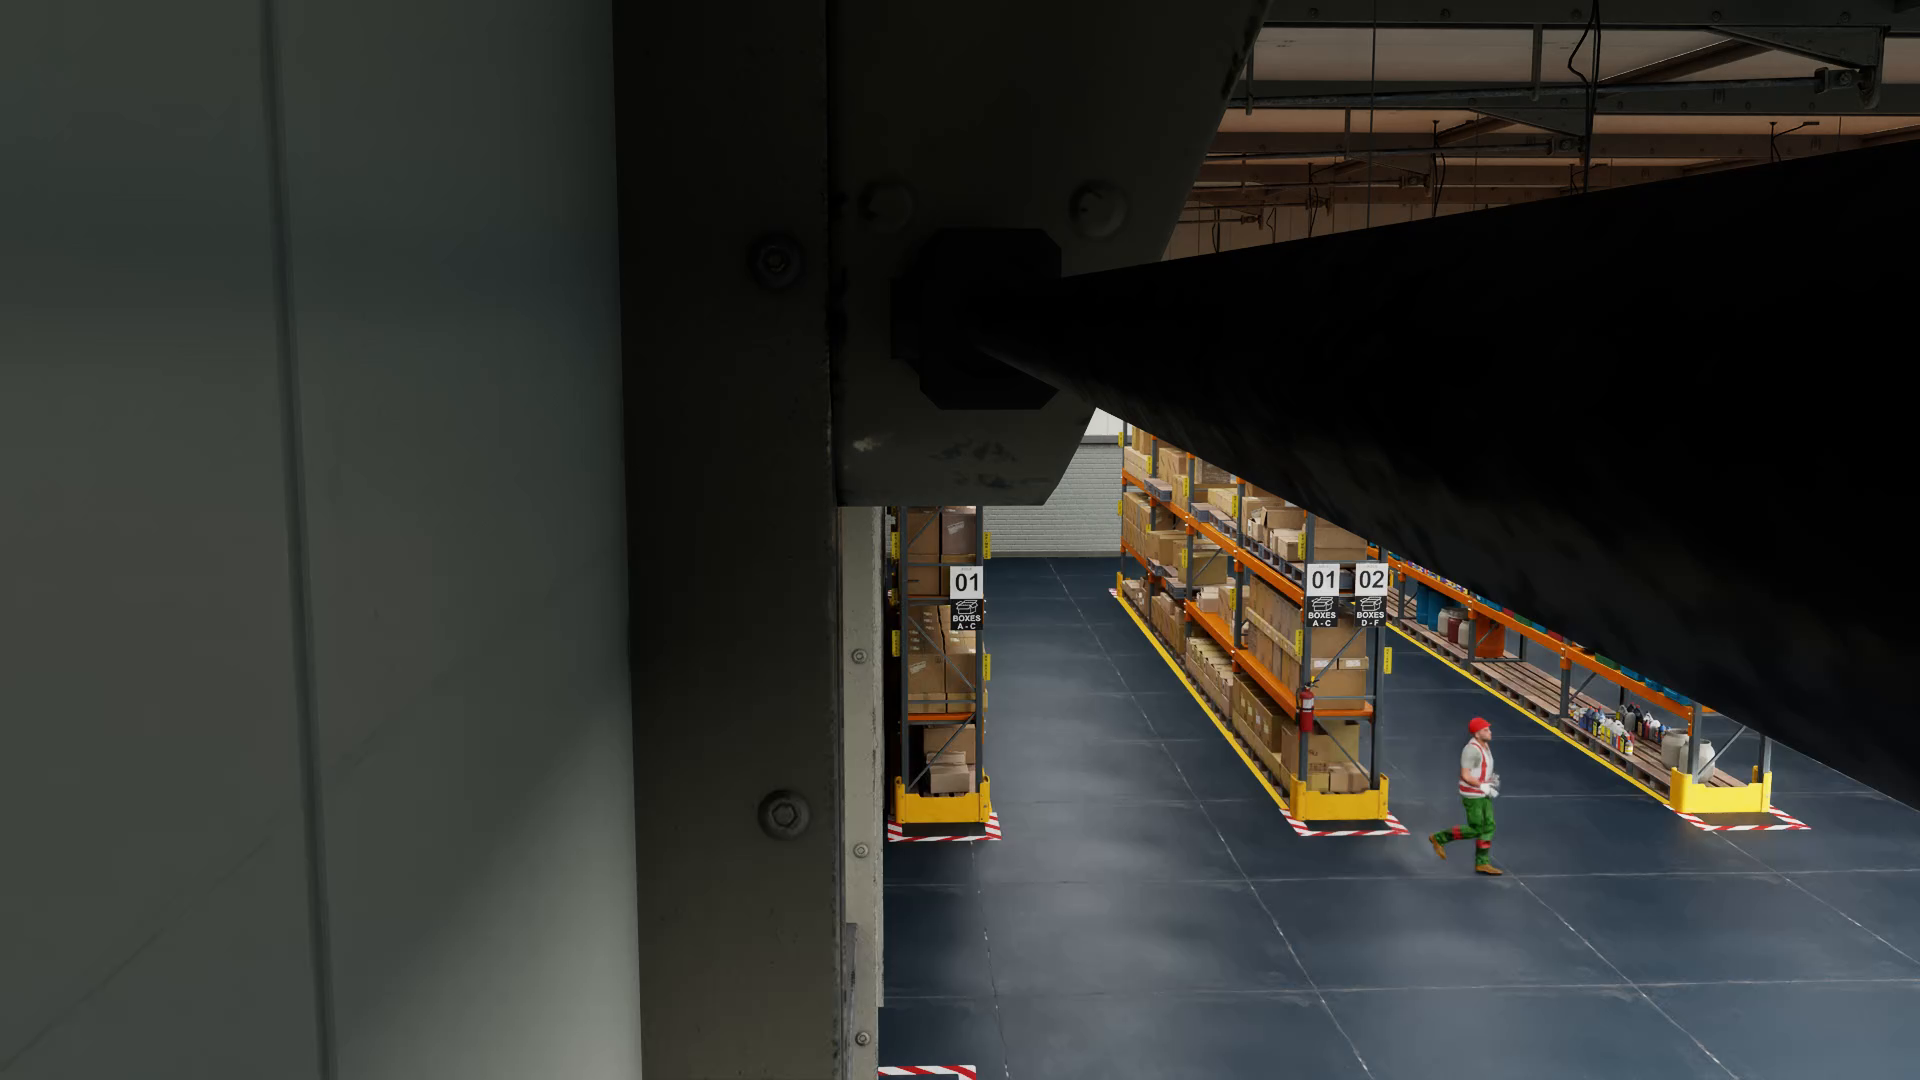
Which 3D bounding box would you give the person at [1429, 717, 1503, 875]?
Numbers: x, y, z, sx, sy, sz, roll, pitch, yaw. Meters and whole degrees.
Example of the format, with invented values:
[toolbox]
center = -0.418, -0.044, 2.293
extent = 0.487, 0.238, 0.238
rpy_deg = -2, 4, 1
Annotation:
[person]
center = 5.748, 2.852, 18.727
extent = 0.791, 1.772, 0.661
rpy_deg = 5, 9, 30
